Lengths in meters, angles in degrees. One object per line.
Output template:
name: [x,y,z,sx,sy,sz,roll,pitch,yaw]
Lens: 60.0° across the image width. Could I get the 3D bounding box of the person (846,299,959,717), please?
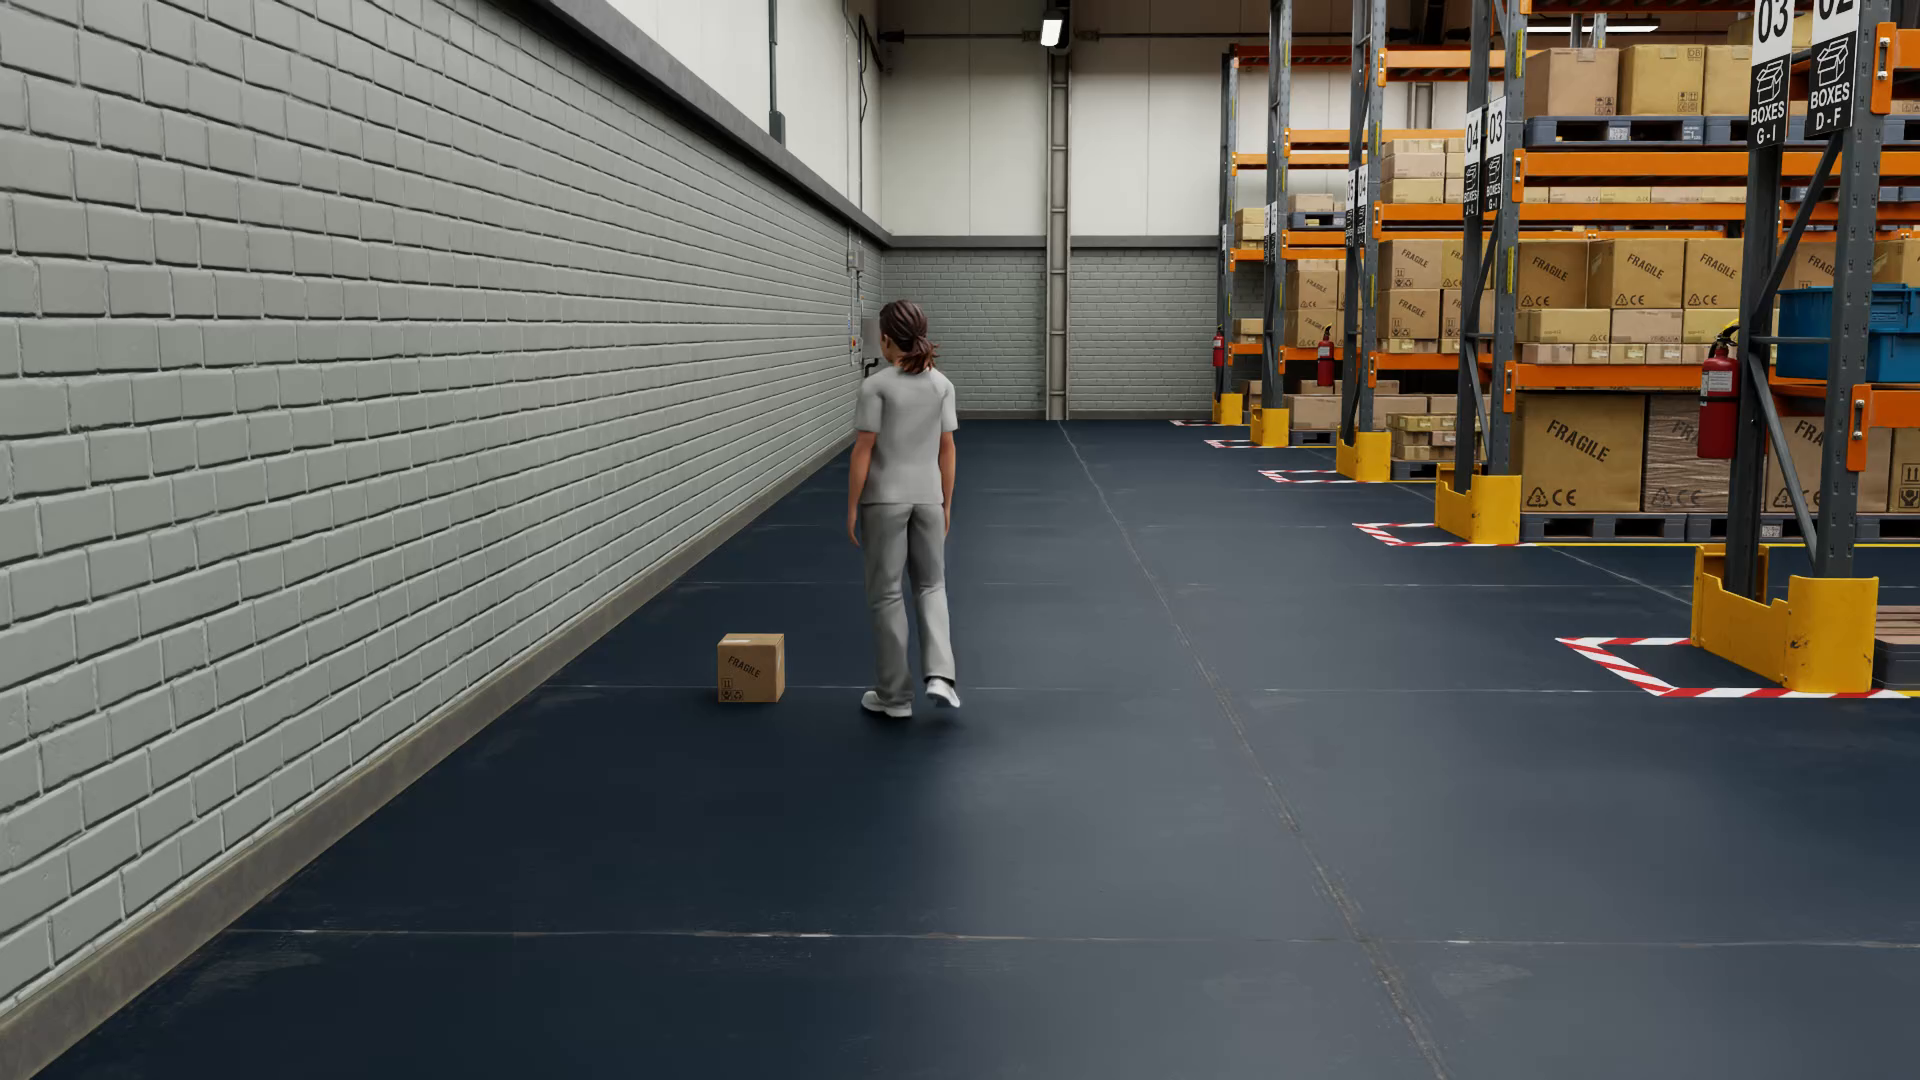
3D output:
person: [-0.236,-0.114,6.618,0.460,1.670,0.519,-4,8,-26]
